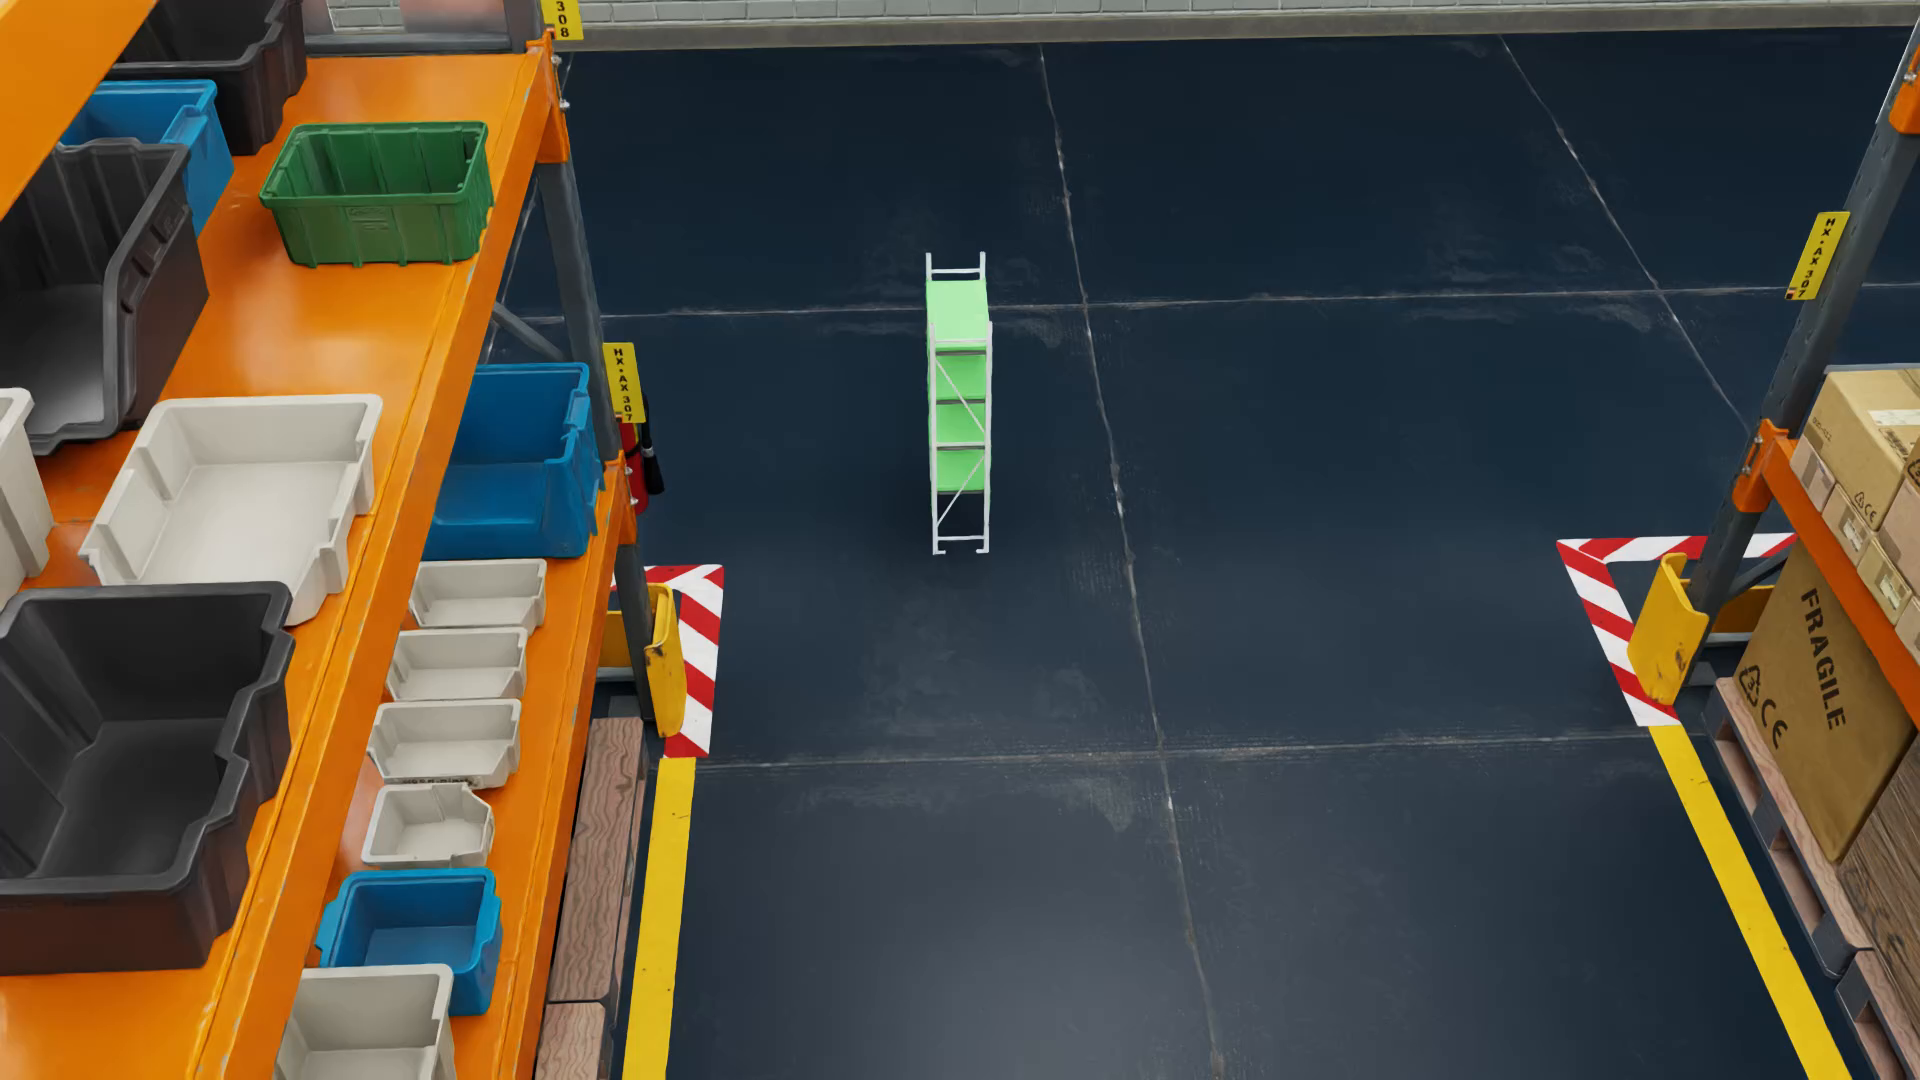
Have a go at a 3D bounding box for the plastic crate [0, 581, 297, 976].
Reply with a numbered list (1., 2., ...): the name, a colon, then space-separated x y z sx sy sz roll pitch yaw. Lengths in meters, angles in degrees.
1. plastic crate: -1.262 0.368 2.505 0.497 0.269 0.590 -2 43 -2

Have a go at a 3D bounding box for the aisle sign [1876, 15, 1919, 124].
1. aisle sign: 2.993 -1.568 4.817 0.394 0.787 0.004 -2 43 -2

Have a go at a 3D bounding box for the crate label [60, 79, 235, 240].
1. crate label: -1.937 -0.847 3.844 0.408 0.251 0.502 -2 43 -2

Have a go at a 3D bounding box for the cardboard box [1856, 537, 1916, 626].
1. cardboard box: 3.004 0.118 5.088 0.380 0.149 0.250 -3 43 -3

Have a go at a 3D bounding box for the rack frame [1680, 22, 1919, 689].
1. rack frame: 3.296 -0.570 5.652 1.000 3.000 0.127 -2 43 -2

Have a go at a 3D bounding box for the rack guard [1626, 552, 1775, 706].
1. rack guard: 3.294 0.335 6.514 1.175 0.500 0.348 -2 43 -2

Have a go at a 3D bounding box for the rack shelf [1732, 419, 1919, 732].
1. rack shelf: 3.380 1.045 4.422 1.077 0.370 4.000 -2 43 -2

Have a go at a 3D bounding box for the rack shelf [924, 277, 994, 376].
1. rack shelf: -0.007 -0.861 6.685 0.258 0.148 0.480 -2 43 -2

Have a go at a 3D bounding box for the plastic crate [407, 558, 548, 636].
1. plastic crate: -1.437 0.192 4.971 0.396 0.136 0.243 -2 43 -2

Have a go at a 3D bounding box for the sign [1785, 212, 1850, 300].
1. sign: 2.741 -0.907 5.320 0.100 0.325 0.005 -2 43 -2

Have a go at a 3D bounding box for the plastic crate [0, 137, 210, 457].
1. plastic crate: -1.863 -0.472 3.371 0.504 0.338 0.767 -2 43 -2

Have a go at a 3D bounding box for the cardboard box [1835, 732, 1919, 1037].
1. cardboard box: 3.441 1.102 5.089 0.875 0.875 0.875 -2 43 -2

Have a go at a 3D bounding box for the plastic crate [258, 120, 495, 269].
1. plastic crate: -1.326 -0.798 3.838 0.450 0.188 0.336 -2 43 -2

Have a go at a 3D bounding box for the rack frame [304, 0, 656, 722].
1. rack frame: -1.653 -0.428 5.497 1.000 3.000 0.127 -2 43 -2

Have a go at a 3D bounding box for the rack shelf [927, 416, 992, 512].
1. rack shelf: -0.007 -0.330 7.172 0.258 0.148 0.480 -2 43 -2

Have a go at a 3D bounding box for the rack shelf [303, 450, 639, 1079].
1. rack shelf: -1.568 1.187 4.267 1.077 0.370 4.000 -2 43 -2

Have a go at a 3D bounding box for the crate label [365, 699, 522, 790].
1. crate label: -1.403 0.576 4.553 0.396 0.136 0.243 -2 43 -2

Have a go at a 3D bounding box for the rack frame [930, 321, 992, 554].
1. rack frame: 0.003 -0.389 6.787 0.240 1.200 0.015 -2 43 -2

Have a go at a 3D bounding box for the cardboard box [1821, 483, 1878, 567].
1. cardboard box: 2.993 -0.055 5.276 0.380 0.149 0.250 -2 43 -2

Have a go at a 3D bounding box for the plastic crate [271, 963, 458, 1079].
1. plastic crate: -1.364 1.258 3.701 0.437 0.282 0.530 -2 43 -2

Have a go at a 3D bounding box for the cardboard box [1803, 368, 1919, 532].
1. cardboard box: 3.046 -0.293 5.240 0.500 0.250 0.500 -3 43 -3

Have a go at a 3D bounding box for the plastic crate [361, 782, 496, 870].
1. plastic crate: -1.372 0.775 4.335 0.298 0.136 0.250 -2 43 -2

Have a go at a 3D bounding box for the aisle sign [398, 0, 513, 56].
1. aisle sign: -1.363 -1.443 4.681 0.394 0.787 0.004 -2 43 -2

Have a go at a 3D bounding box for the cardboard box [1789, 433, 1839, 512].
1. cardboard box: 2.981 -0.228 5.465 0.380 0.149 0.250 -1 43 -1

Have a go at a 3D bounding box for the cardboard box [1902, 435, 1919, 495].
1. cardboard box: 3.067 -0.232 4.619 0.500 0.500 0.500 -3 43 -3

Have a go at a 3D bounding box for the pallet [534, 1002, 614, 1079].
1. pallet: -1.608 1.979 4.934 1.003 0.211 1.213 -2 43 -2

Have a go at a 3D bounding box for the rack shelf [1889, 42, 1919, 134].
1. rack shelf: 3.380 -0.061 3.409 1.077 0.370 4.000 -2 43 -2

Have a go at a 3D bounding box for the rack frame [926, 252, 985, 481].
1. rack frame: -0.017 -0.719 7.146 0.240 1.200 0.015 -2 43 -2

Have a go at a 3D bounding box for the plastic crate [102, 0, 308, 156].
1. plastic crate: -1.915 -1.218 4.235 0.497 0.269 0.590 -2 43 -2

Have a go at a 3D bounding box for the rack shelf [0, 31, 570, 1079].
1. rack shelf: -1.568 0.082 3.254 1.077 0.370 4.000 -2 43 -2

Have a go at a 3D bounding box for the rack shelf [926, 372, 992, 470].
1. rack shelf: -0.007 -0.507 7.010 0.258 0.148 0.480 -2 43 -2

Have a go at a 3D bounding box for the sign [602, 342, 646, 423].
1. sign: -1.104 -0.515 5.471 0.100 0.325 0.005 -2 43 -2

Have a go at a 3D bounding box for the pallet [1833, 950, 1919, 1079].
1. pallet: 3.456 1.817 5.112 1.003 0.211 1.213 -2 43 -2

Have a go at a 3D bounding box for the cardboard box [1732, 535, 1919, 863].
1. cardboard box: 3.403 0.488 5.759 0.875 0.875 0.875 -2 43 -2

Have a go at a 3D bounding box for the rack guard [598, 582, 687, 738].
1. rack guard: -1.667 0.478 6.359 1.175 0.500 0.348 -2 43 -2

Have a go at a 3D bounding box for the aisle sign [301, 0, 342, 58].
1. aisle sign: -1.953 -1.426 4.662 0.394 0.787 0.004 -2 43 -2

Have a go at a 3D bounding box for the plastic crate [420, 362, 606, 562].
1. plastic crate: -1.452 -0.242 5.224 0.616 0.435 0.499 -2 43 -2

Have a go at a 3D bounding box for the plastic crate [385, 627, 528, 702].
1. plastic crate: -1.440 0.388 4.757 0.396 0.136 0.243 -2 43 -2

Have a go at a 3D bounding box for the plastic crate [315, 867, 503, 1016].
1. plastic crate: -1.310 0.991 4.029 0.416 0.233 0.300 -2 43 -2

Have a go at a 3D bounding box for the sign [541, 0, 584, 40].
1. sign: -1.104 -1.522 4.548 0.100 0.325 0.005 -2 43 -2

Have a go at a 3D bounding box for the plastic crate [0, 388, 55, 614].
1. plastic crate: -1.867 0.015 2.882 0.437 0.282 0.530 -2 43 -2

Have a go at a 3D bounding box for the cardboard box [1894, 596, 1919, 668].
1. cardboard box: 3.017 0.294 4.896 0.380 0.149 0.250 -2 43 -2

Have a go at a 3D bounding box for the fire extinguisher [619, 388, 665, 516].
1. fire extinguisher: -1.205 -0.377 5.775 0.296 0.674 0.183 -2 43 -2

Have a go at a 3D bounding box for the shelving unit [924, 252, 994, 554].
1. shelving unit: -0.007 -0.554 6.966 0.258 1.200 0.503 -2 43 -2

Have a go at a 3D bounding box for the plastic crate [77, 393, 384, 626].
1. plastic crate: -1.317 -0.049 3.058 0.437 0.136 0.530 -2 43 -2

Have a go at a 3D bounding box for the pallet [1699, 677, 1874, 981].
1. pallet: 3.408 0.995 6.008 1.003 0.211 1.213 -2 43 -2

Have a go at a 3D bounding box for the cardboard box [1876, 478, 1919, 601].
1. cardboard box: 3.075 0.058 4.858 0.500 0.250 0.500 -2 43 -2

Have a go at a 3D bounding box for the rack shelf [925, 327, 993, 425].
1. rack shelf: -0.007 -0.684 6.848 0.258 0.148 0.480 -2 43 -2

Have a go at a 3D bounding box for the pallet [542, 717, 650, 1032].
1. pallet: -1.657 1.158 5.831 1.003 0.211 1.213 -2 43 -2
